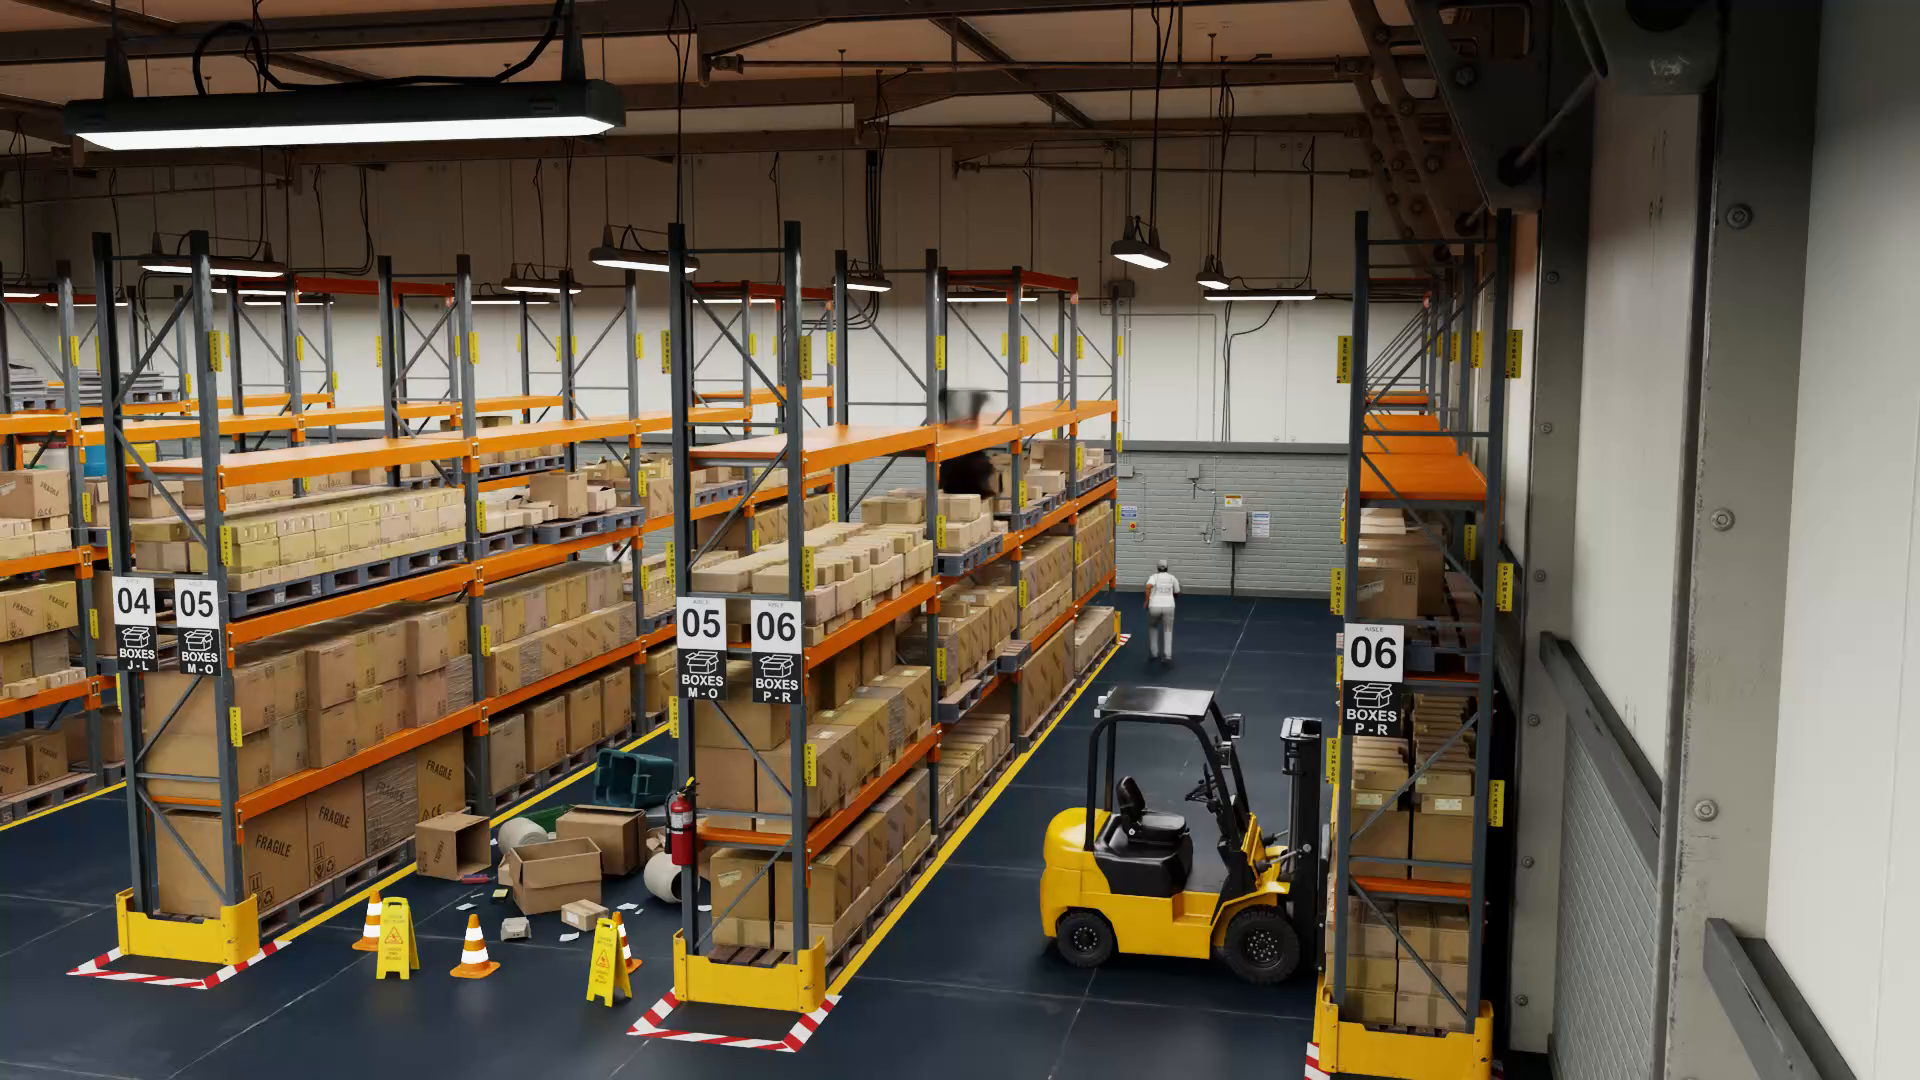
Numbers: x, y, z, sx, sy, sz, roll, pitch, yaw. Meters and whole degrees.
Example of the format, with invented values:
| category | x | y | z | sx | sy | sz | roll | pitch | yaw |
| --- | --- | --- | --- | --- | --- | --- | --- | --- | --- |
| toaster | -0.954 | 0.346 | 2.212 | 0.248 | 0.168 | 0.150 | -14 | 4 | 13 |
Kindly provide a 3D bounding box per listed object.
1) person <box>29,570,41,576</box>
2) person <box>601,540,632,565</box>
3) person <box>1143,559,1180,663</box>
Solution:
| category | x | y | z | sx | sy | sz | roll | pitch | yaw |
| --- | --- | --- | --- | --- | --- | --- | --- | --- | --- |
| person | -16.034 | 0.814 | 28.921 | 0.527 | 1.705 | 0.862 | 1 | 7 | 12 |
| person | -5.958 | 0.718 | 29.505 | 0.759 | 1.795 | 0.690 | 1 | 7 | 10 |
| person | 3.203 | 1.149 | 26.402 | 0.608 | 1.640 | 0.945 | 0 | 7 | 3 |
